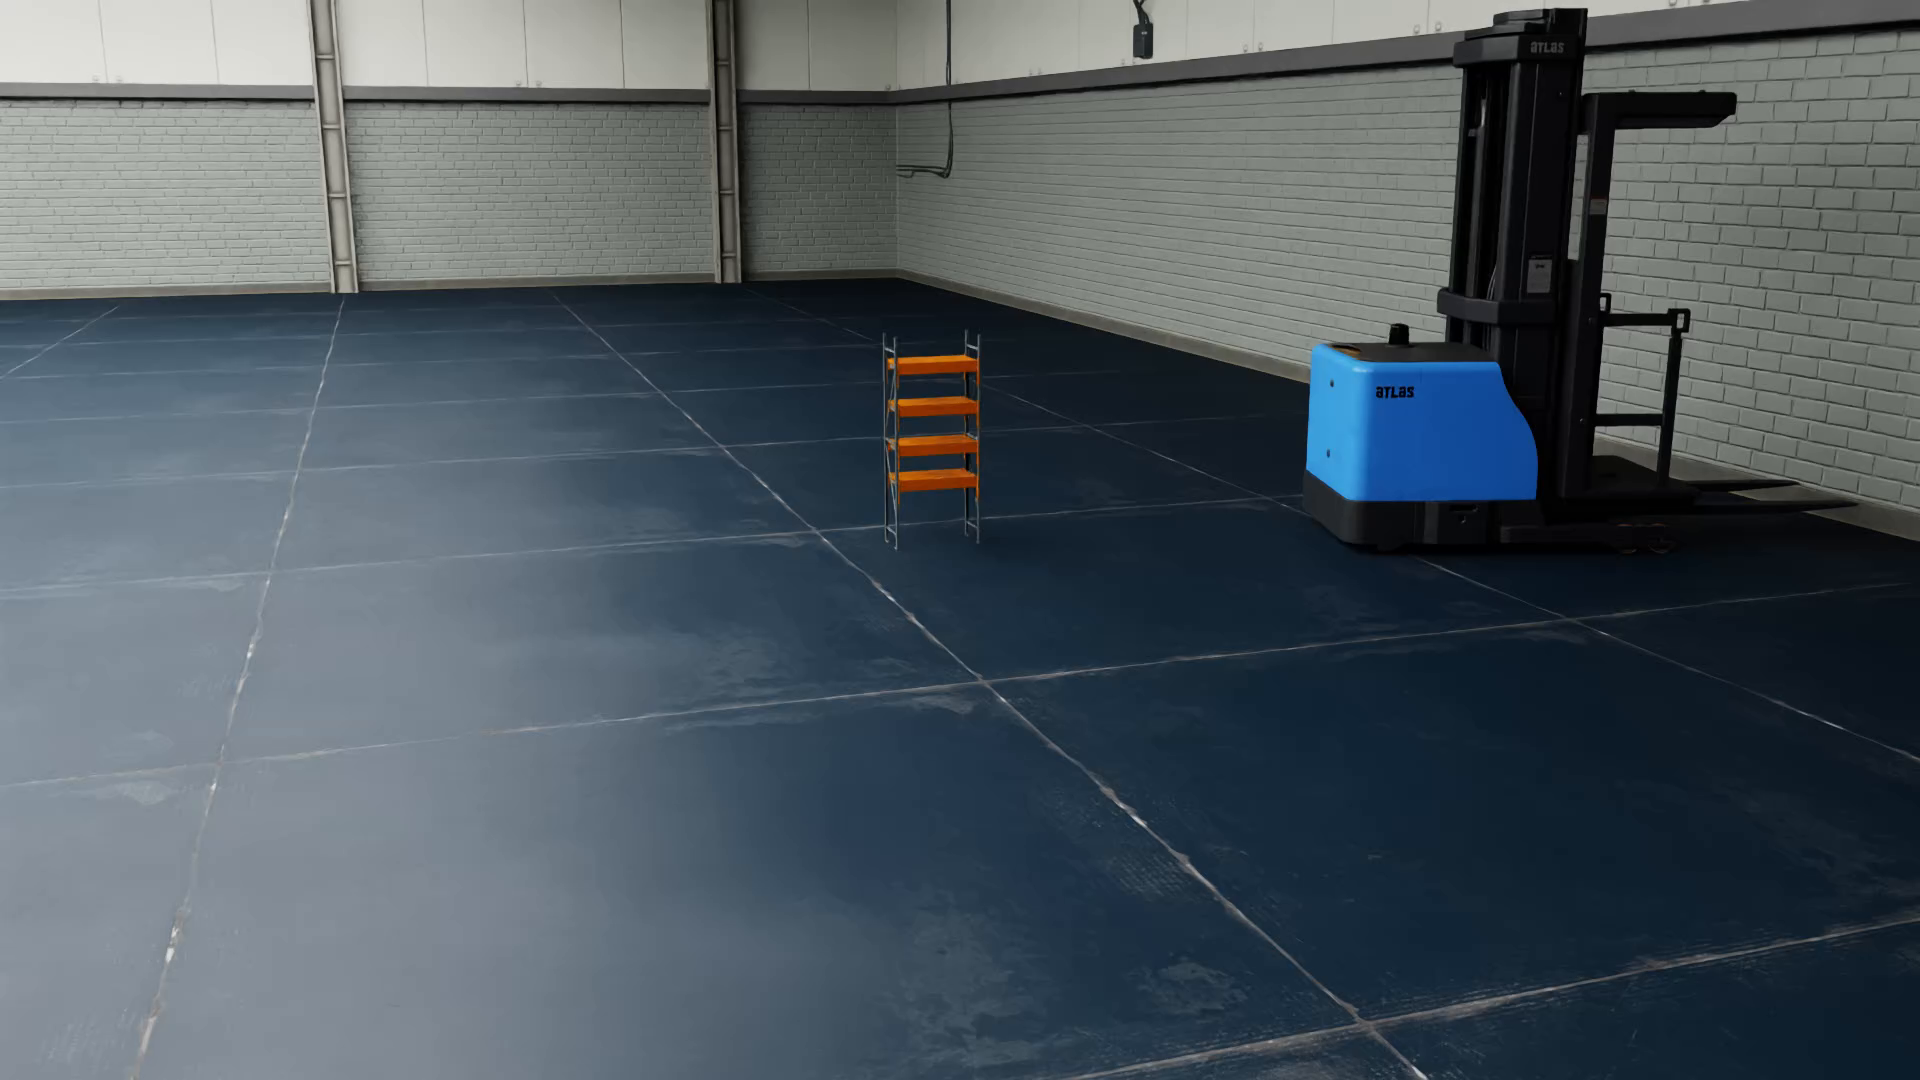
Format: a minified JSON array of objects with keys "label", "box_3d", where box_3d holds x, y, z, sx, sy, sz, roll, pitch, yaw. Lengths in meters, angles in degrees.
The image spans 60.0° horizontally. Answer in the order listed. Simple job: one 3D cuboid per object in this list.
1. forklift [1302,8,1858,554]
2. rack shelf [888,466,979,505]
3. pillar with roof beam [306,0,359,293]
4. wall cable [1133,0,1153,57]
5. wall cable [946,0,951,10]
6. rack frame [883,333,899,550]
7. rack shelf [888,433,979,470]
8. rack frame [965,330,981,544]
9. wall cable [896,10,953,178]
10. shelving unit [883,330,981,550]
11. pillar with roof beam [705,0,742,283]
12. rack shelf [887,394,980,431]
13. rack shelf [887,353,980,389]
[{"label":"forklift","box_3d":[3.625,-1.472,9.496,3.031,2.935,1.130,-1,13,-3]},{"label":"rack shelf","box_3d":[-0.157,-0.313,9.514,0.480,0.148,0.258,-4,14,-18]},{"label":"pillar with roof beam","box_3d":[-8.172,-7.283,20.815,0.400,9.000,9.100,-4,14,-18]},{"label":"wall cable","box_3d":[2.368,-8.169,17.189,0.169,6.003,2.305,-4,14,-18]},{"label":"wall cable","box_3d":[0.218,-8.951,23.622,0.112,2.526,3.097,-4,14,-18]},{"label":"rack frame","box_3d":[-0.388,-0.553,9.377,0.015,1.200,0.240,-4,14,-18]},{"label":"rack shelf","box_3d":[-0.157,-0.506,9.468,0.480,0.148,0.258,-4,14,-18]},{"label":"rack frame","box_3d":[0.074,-0.590,9.528,0.015,1.200,0.240,-4,14,-18]},{"label":"wall cable","box_3d":[-0.645,-7.087,26.700,0.112,2.526,3.097,-4,14,-18]},{"label":"shelving unit","box_3d":[-0.157,-0.572,9.453,0.503,1.200,0.258,-4,14,-18]},{"label":"pillar with roof beam","box_3d":[-2.486,-7.726,22.677,0.400,9.000,9.100,-4,14,-18]},{"label":"rack shelf","box_3d":[-0.157,-0.724,9.416,0.480,0.148,0.258,-4,14,-18]},{"label":"rack shelf","box_3d":[-0.157,-0.954,9.362,0.480,0.148,0.258,-4,14,-18]}]
